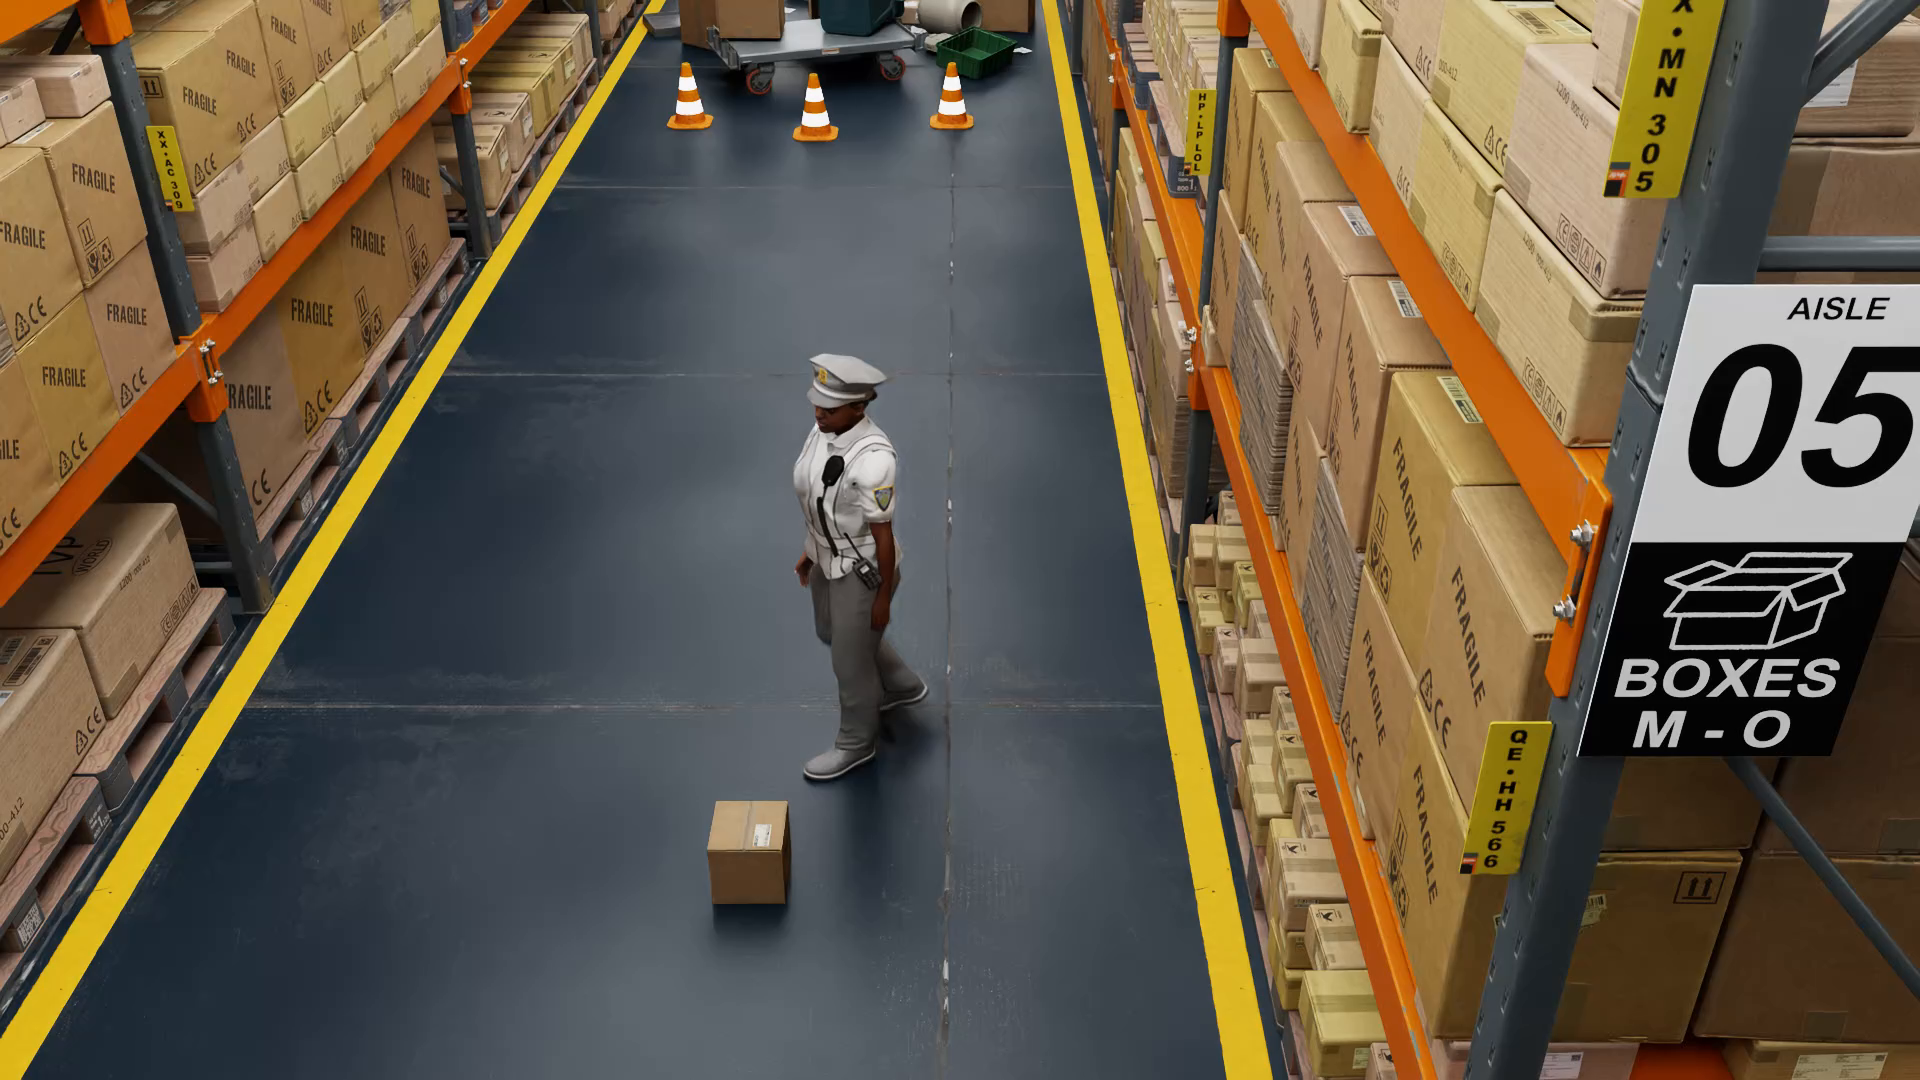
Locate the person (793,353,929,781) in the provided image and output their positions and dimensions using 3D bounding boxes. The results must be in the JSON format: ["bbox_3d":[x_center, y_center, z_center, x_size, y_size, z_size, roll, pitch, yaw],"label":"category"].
[{"bbox_3d":[-0.358,0.077,5.984,0.580,1.680,0.485,-15,35,-23],"label":"person"}]
